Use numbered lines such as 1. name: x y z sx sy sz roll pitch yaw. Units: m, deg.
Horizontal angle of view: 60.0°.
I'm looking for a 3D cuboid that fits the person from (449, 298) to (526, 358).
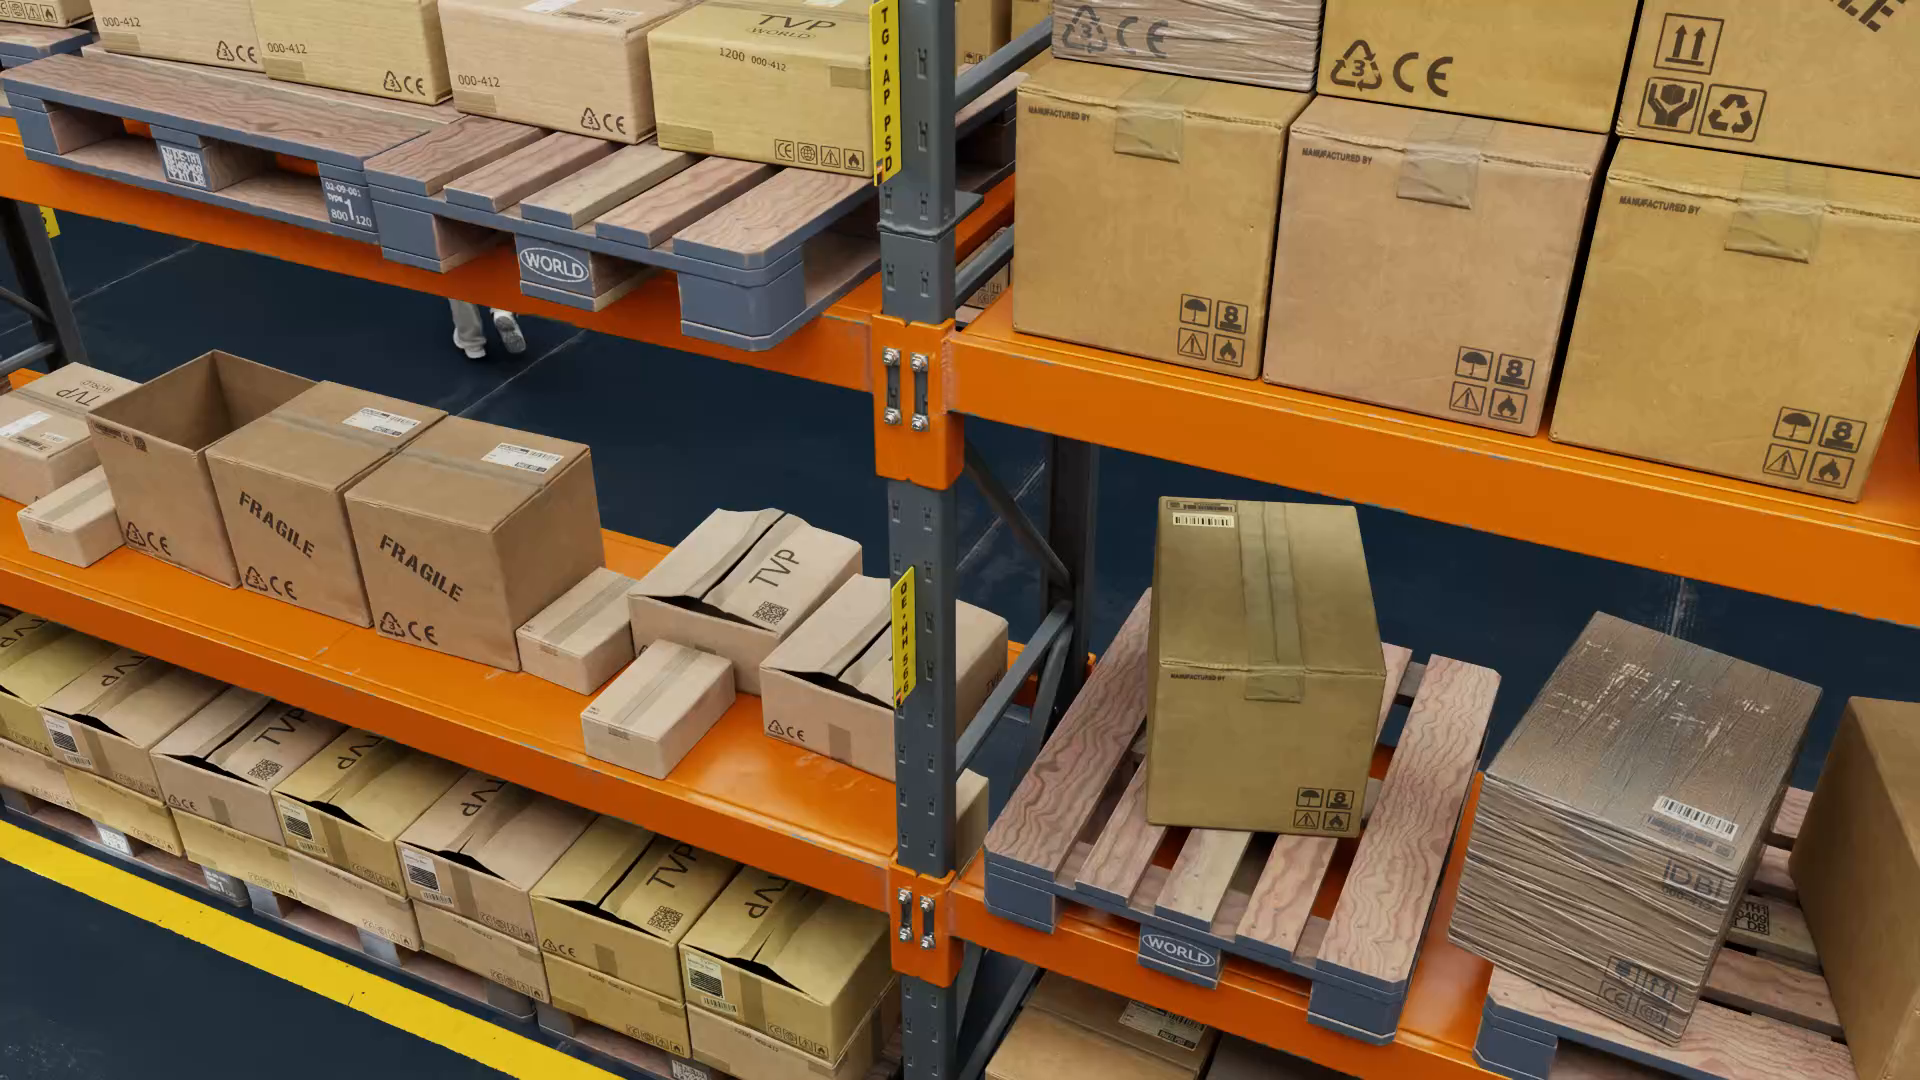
1. person: -2.658 -1.799 8.864 0.602 1.777 0.578 -18 37 -25
